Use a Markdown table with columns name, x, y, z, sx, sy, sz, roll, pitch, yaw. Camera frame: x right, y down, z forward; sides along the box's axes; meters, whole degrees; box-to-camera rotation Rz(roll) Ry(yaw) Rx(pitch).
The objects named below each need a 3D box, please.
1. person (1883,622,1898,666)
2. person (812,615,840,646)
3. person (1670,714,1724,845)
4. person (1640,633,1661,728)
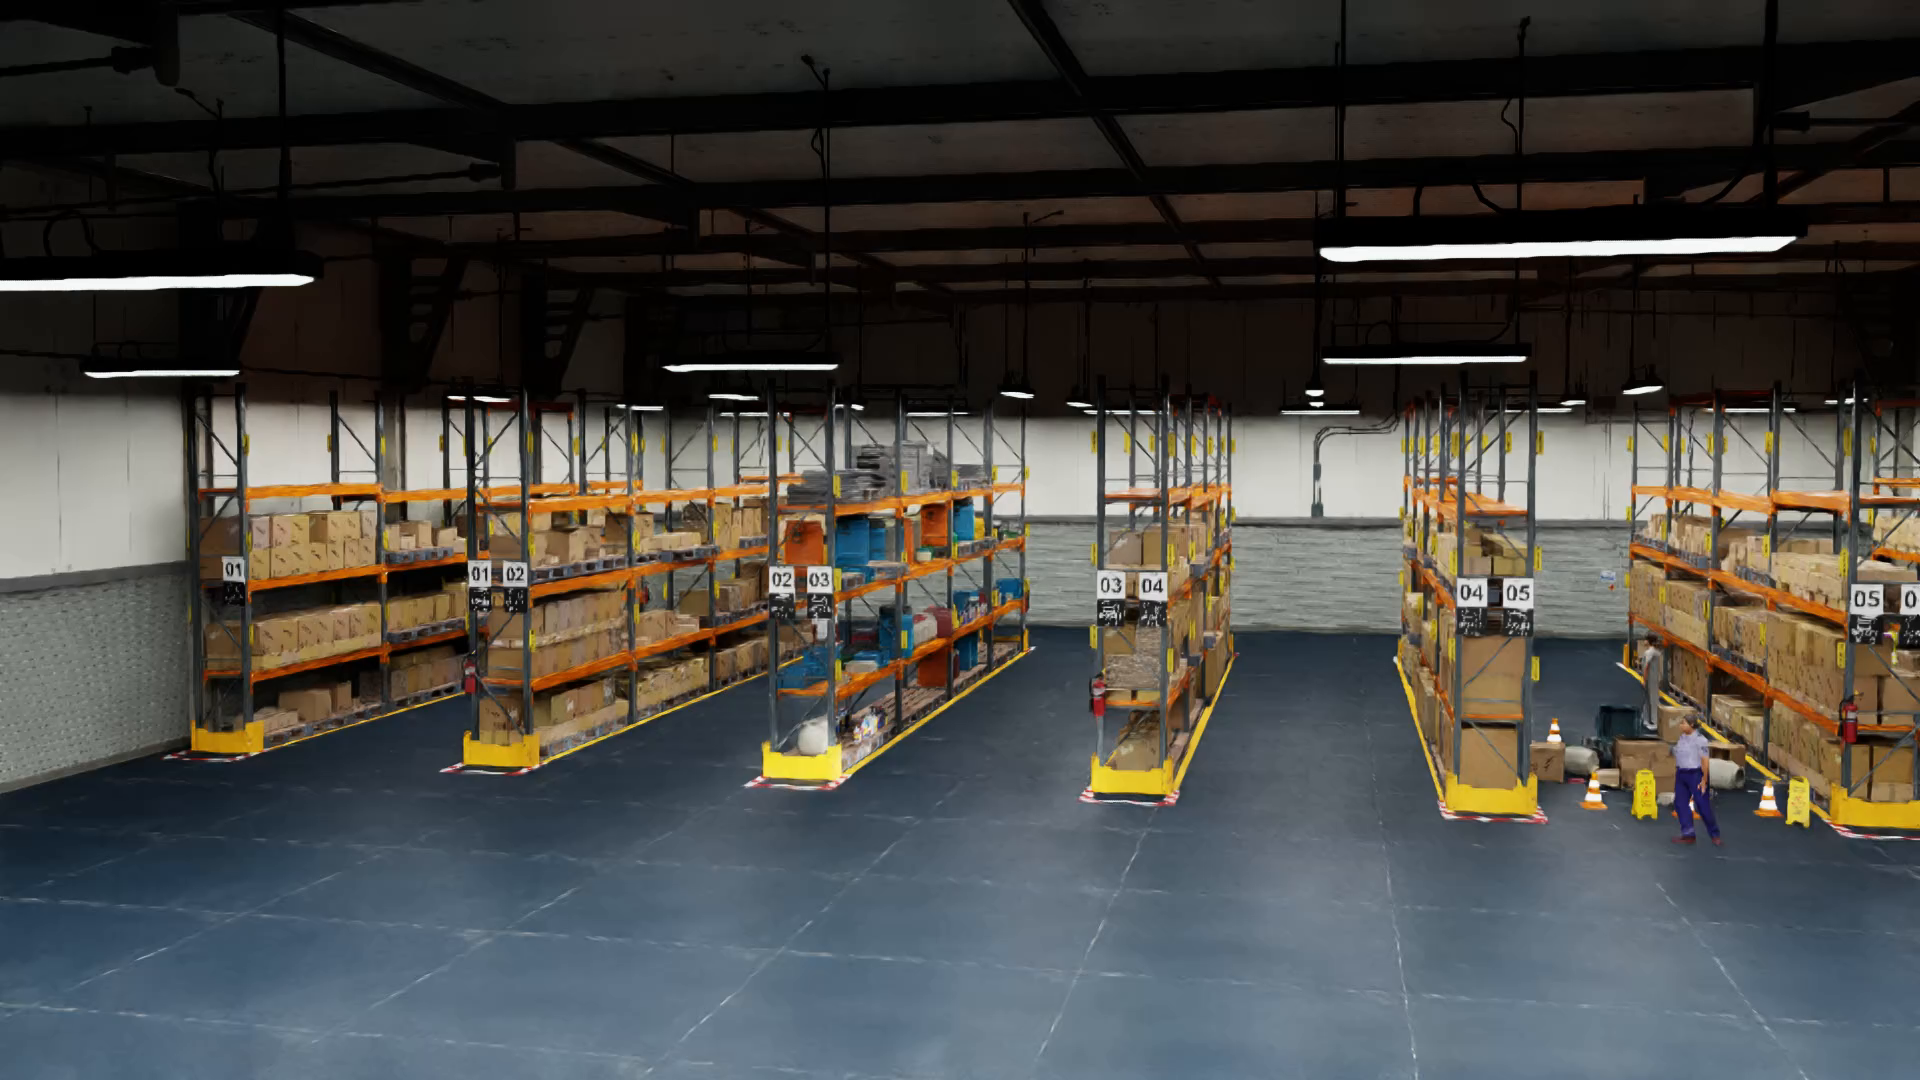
| name | x | y | z | sx | sy | sz | roll | pitch | yaw |
| --- | --- | --- | --- | --- | --- | --- | --- | --- | --- |
| person | 17.389 | 2.318 | 31.284 | 0.585 | 1.763 | 0.682 | 2 | 4 | 34 |
| person | -2.953 | 2.078 | 36.174 | 0.577 | 1.691 | 1.121 | 1 | 3 | 15 |
| person | 9.271 | 2.999 | 20.886 | 0.532 | 1.639 | 0.598 | -1 | 3 | -15 |
| person | 12.210 | 2.466 | 29.459 | 0.580 | 1.666 | 0.575 | 2 | 4 | 36 |
